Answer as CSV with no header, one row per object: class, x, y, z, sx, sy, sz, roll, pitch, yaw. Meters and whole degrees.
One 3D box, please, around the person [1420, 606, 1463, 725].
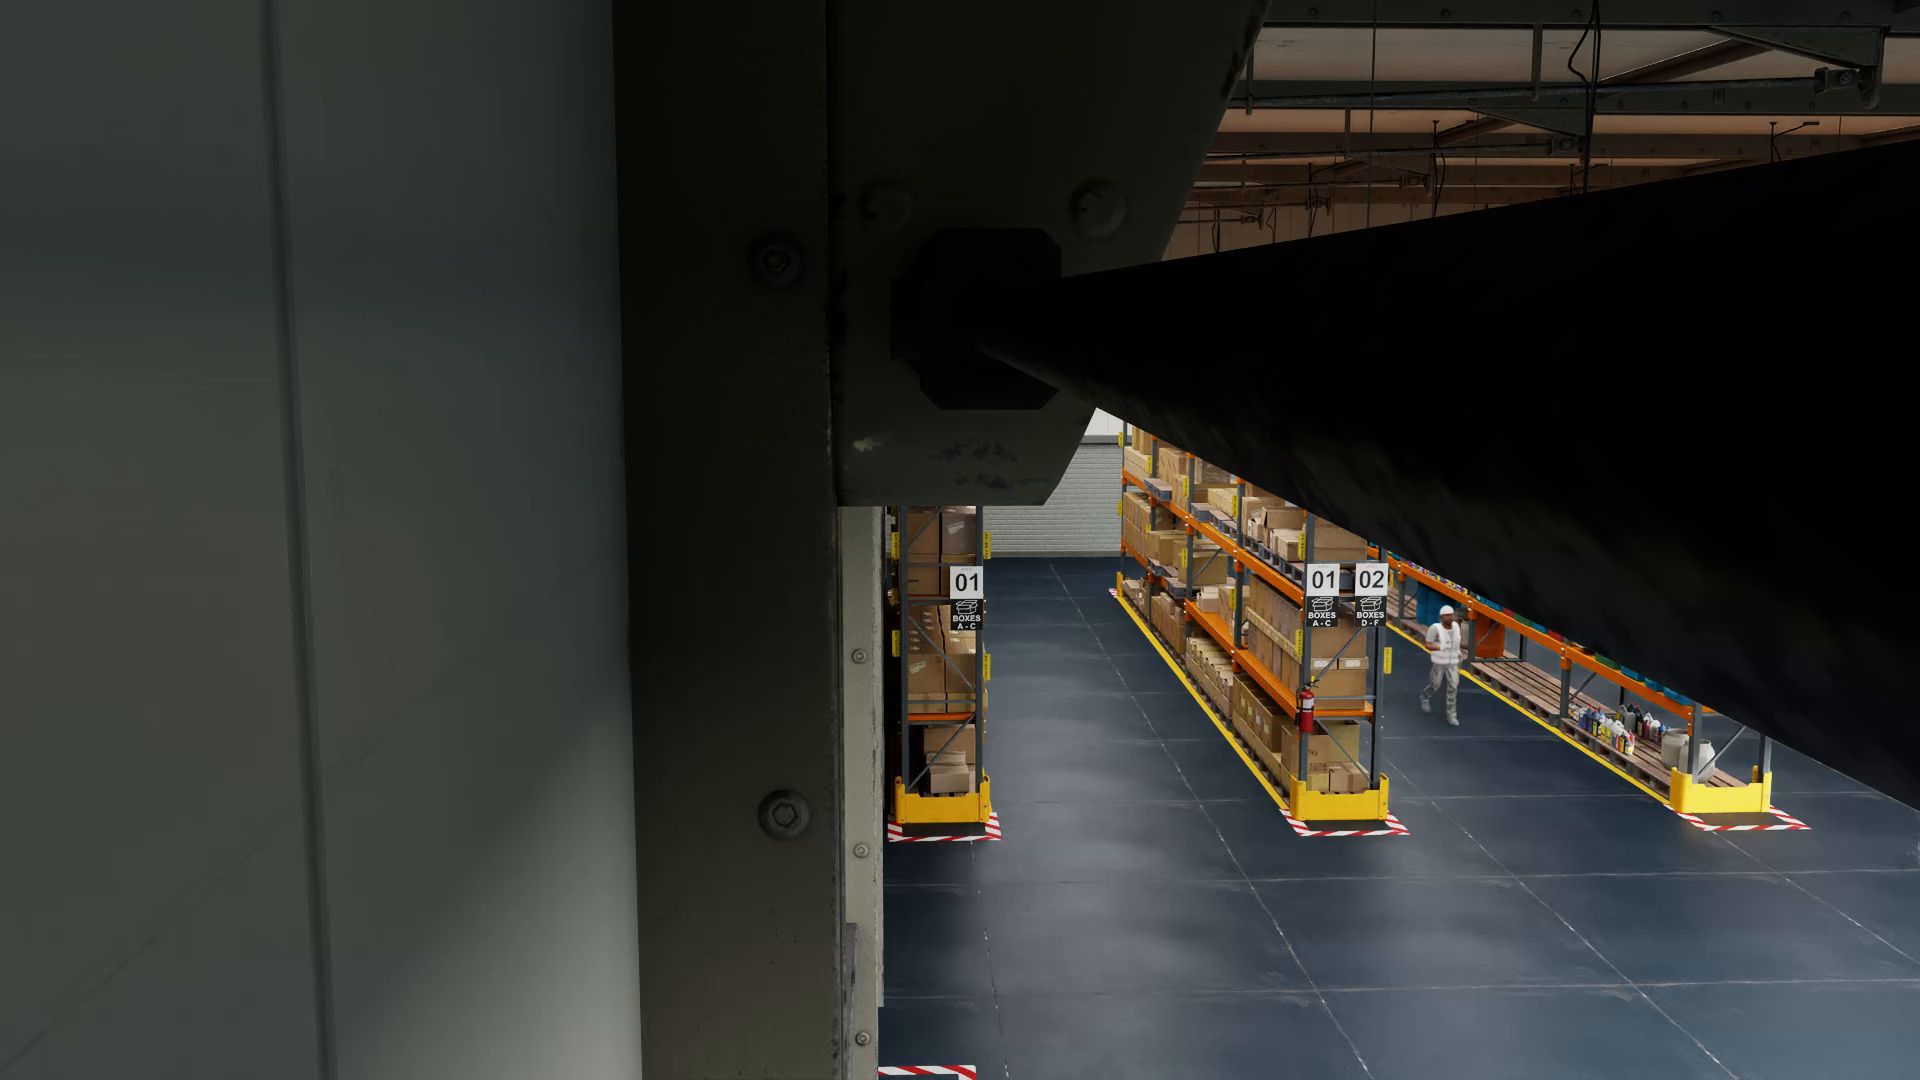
person,7.368,1.865,25.363,0.685,1.765,0.984,-2,8,-12
